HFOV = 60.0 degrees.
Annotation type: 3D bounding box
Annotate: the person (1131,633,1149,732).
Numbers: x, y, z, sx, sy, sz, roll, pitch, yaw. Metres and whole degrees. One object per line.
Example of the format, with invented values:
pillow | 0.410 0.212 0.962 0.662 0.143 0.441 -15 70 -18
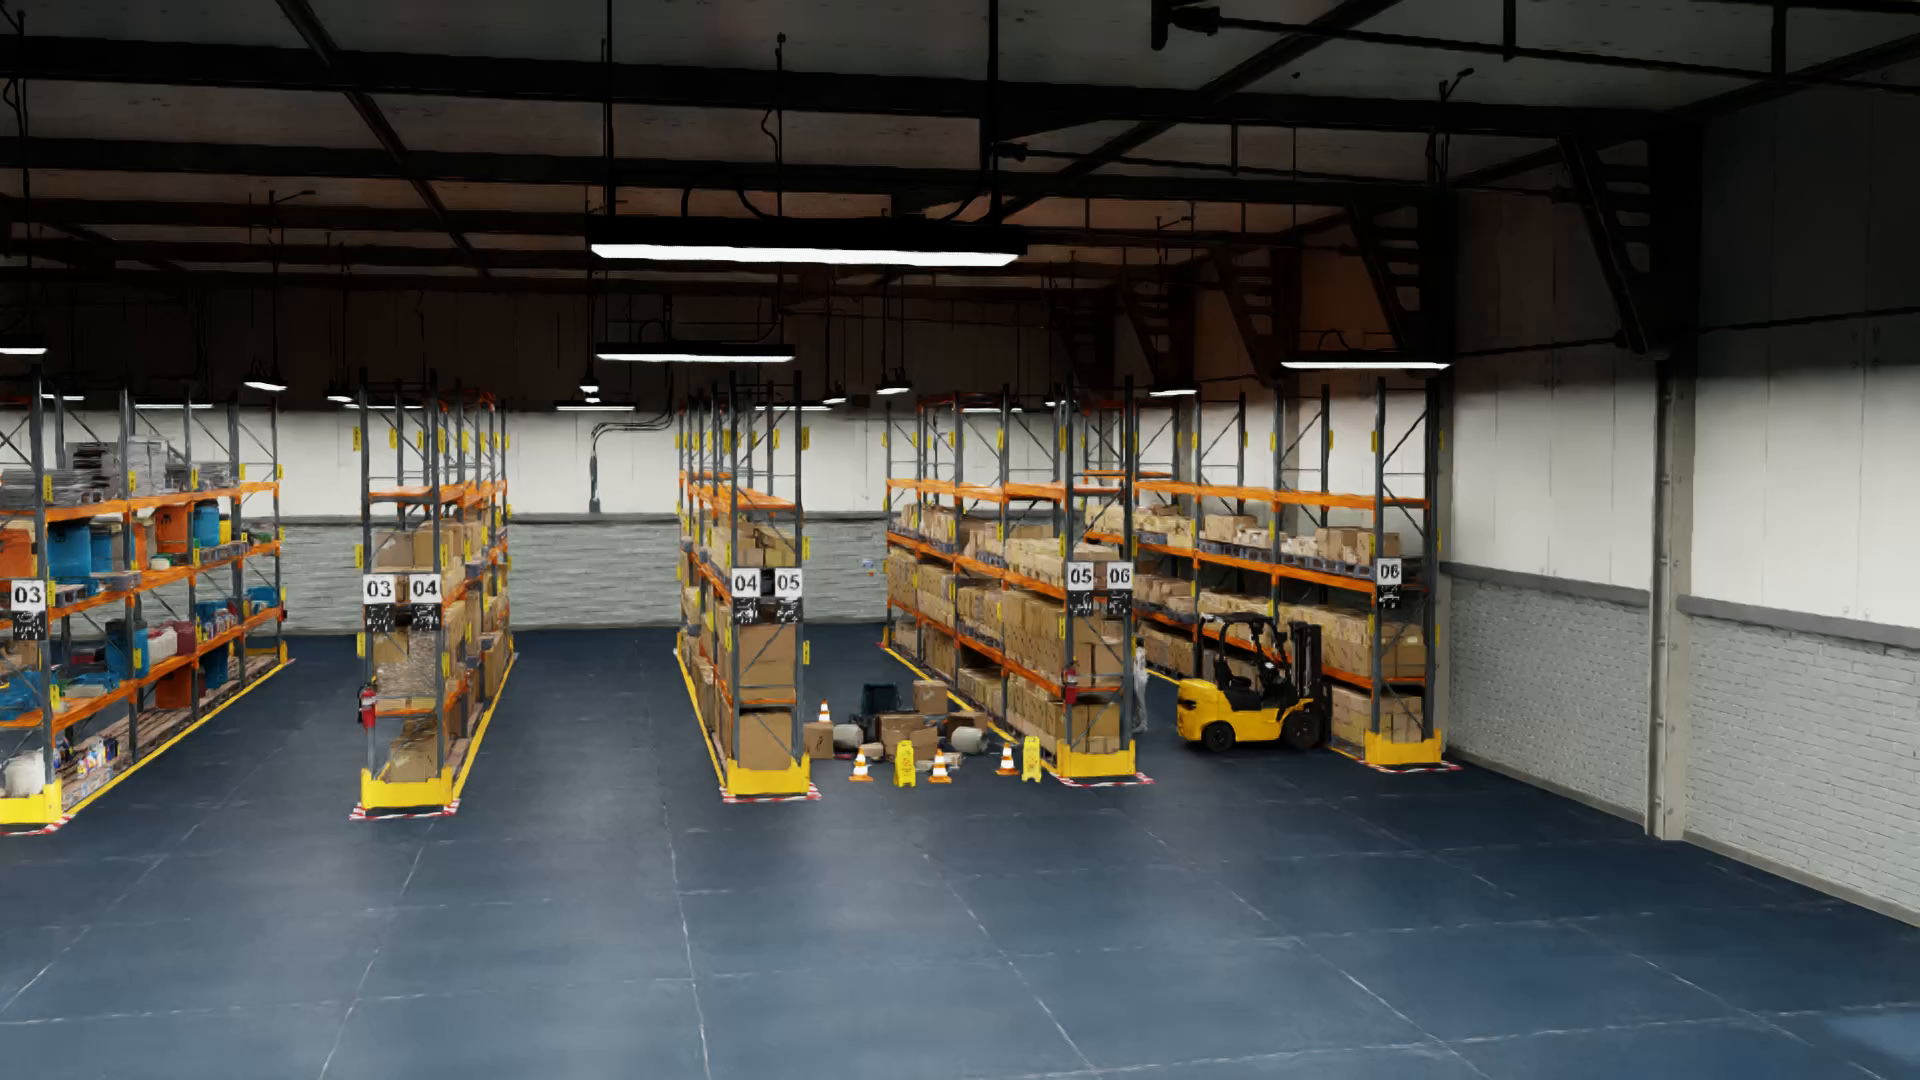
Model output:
person | 3.032 2.446 28.695 0.456 1.677 0.524 1 4 18
